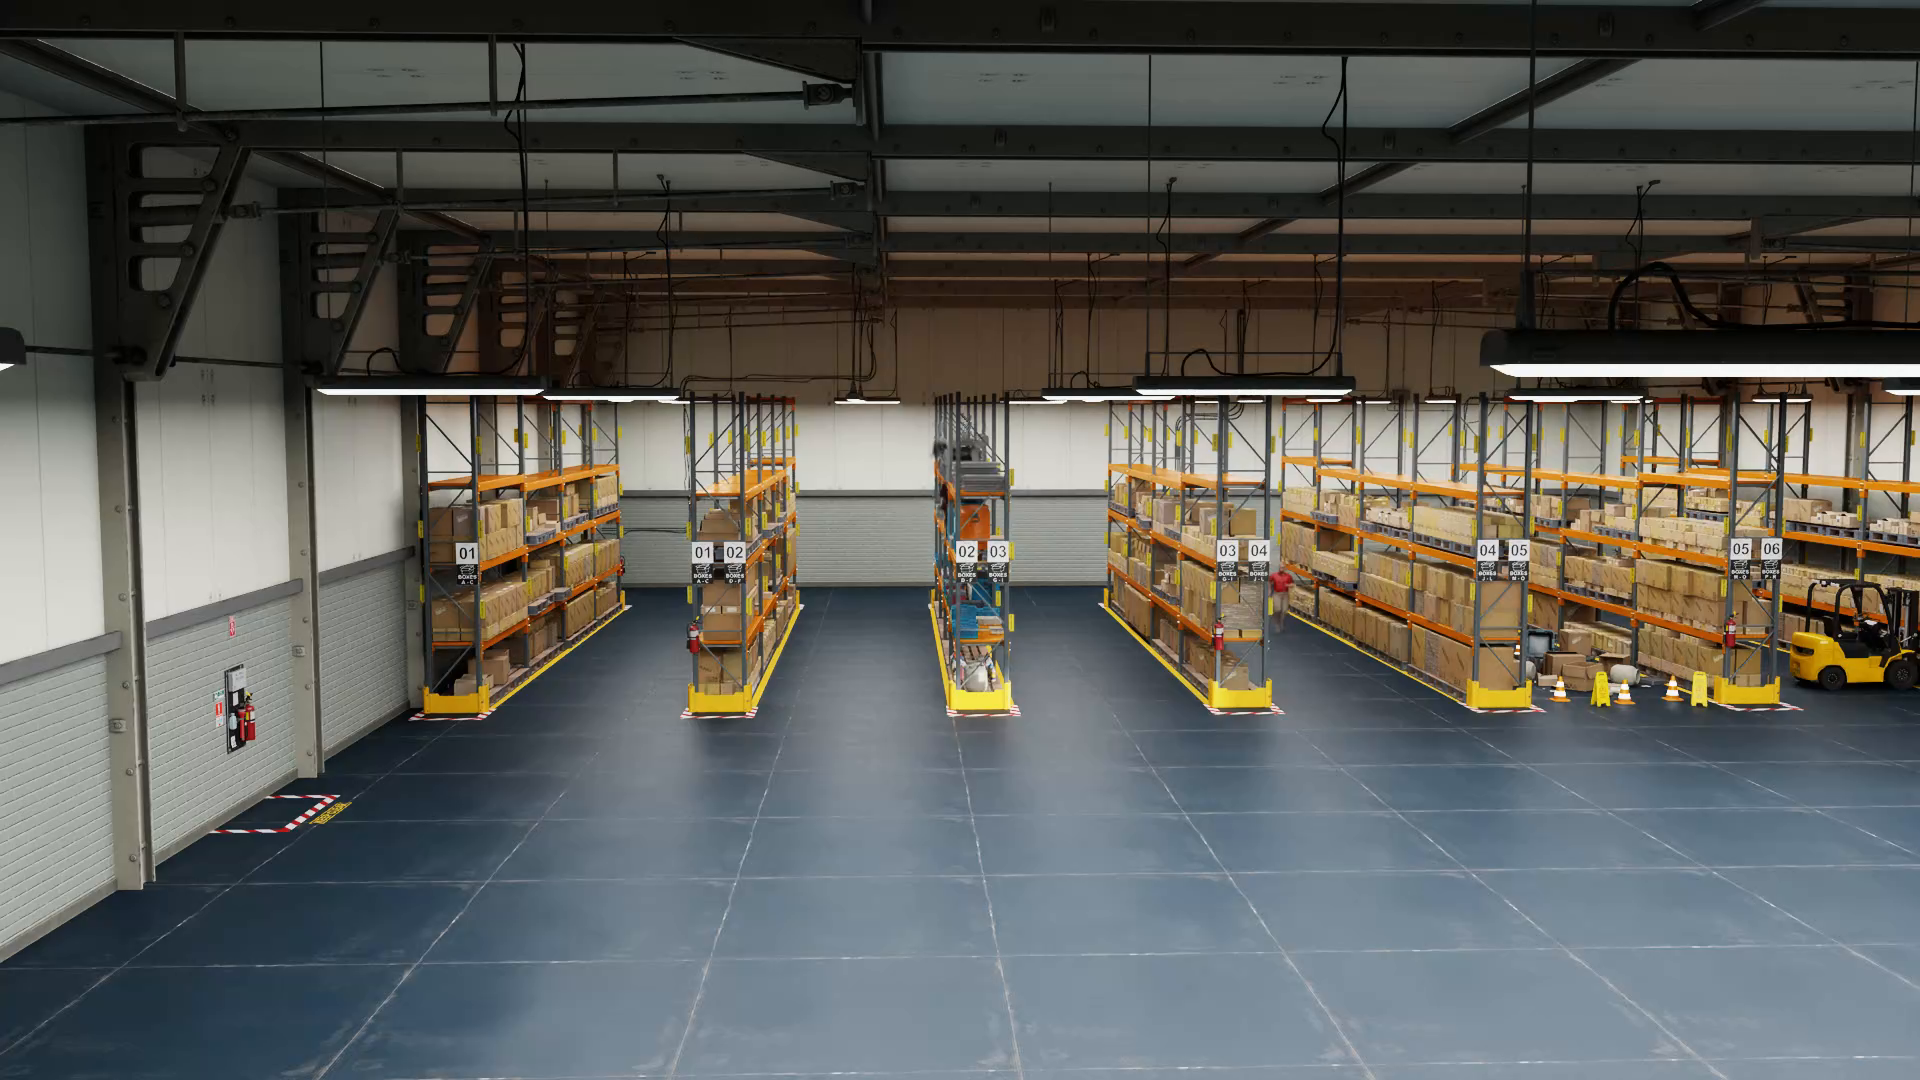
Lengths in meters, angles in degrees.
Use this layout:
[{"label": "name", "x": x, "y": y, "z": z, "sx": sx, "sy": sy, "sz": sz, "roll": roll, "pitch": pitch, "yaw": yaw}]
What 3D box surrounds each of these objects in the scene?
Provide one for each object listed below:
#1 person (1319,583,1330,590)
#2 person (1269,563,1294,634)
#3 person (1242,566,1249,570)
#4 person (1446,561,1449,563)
[{"label": "person", "x": 10.677, "y": 1.030, "z": 49.049, "sx": 0.541, "sy": 1.558, "sz": 0.541, "roll": 0, "pitch": 5, "yaw": -4}, {"label": "person", "x": 8.157, "y": 1.486, "z": 42.236, "sx": 0.637, "sy": 1.798, "sz": 0.798, "roll": 0, "pitch": 5, "yaw": -3}, {"label": "person", "x": 7.893, "y": 1.129, "z": 47.085, "sx": 0.577, "sy": 1.641, "sz": 0.805, "roll": 2, "pitch": 5, "yaw": 19}, {"label": "person", "x": 14.523, "y": 0.896, "z": 49.393, "sx": 0.940, "sy": 1.718, "sz": 0.765, "roll": 3, "pitch": 5, "yaw": 30}]
